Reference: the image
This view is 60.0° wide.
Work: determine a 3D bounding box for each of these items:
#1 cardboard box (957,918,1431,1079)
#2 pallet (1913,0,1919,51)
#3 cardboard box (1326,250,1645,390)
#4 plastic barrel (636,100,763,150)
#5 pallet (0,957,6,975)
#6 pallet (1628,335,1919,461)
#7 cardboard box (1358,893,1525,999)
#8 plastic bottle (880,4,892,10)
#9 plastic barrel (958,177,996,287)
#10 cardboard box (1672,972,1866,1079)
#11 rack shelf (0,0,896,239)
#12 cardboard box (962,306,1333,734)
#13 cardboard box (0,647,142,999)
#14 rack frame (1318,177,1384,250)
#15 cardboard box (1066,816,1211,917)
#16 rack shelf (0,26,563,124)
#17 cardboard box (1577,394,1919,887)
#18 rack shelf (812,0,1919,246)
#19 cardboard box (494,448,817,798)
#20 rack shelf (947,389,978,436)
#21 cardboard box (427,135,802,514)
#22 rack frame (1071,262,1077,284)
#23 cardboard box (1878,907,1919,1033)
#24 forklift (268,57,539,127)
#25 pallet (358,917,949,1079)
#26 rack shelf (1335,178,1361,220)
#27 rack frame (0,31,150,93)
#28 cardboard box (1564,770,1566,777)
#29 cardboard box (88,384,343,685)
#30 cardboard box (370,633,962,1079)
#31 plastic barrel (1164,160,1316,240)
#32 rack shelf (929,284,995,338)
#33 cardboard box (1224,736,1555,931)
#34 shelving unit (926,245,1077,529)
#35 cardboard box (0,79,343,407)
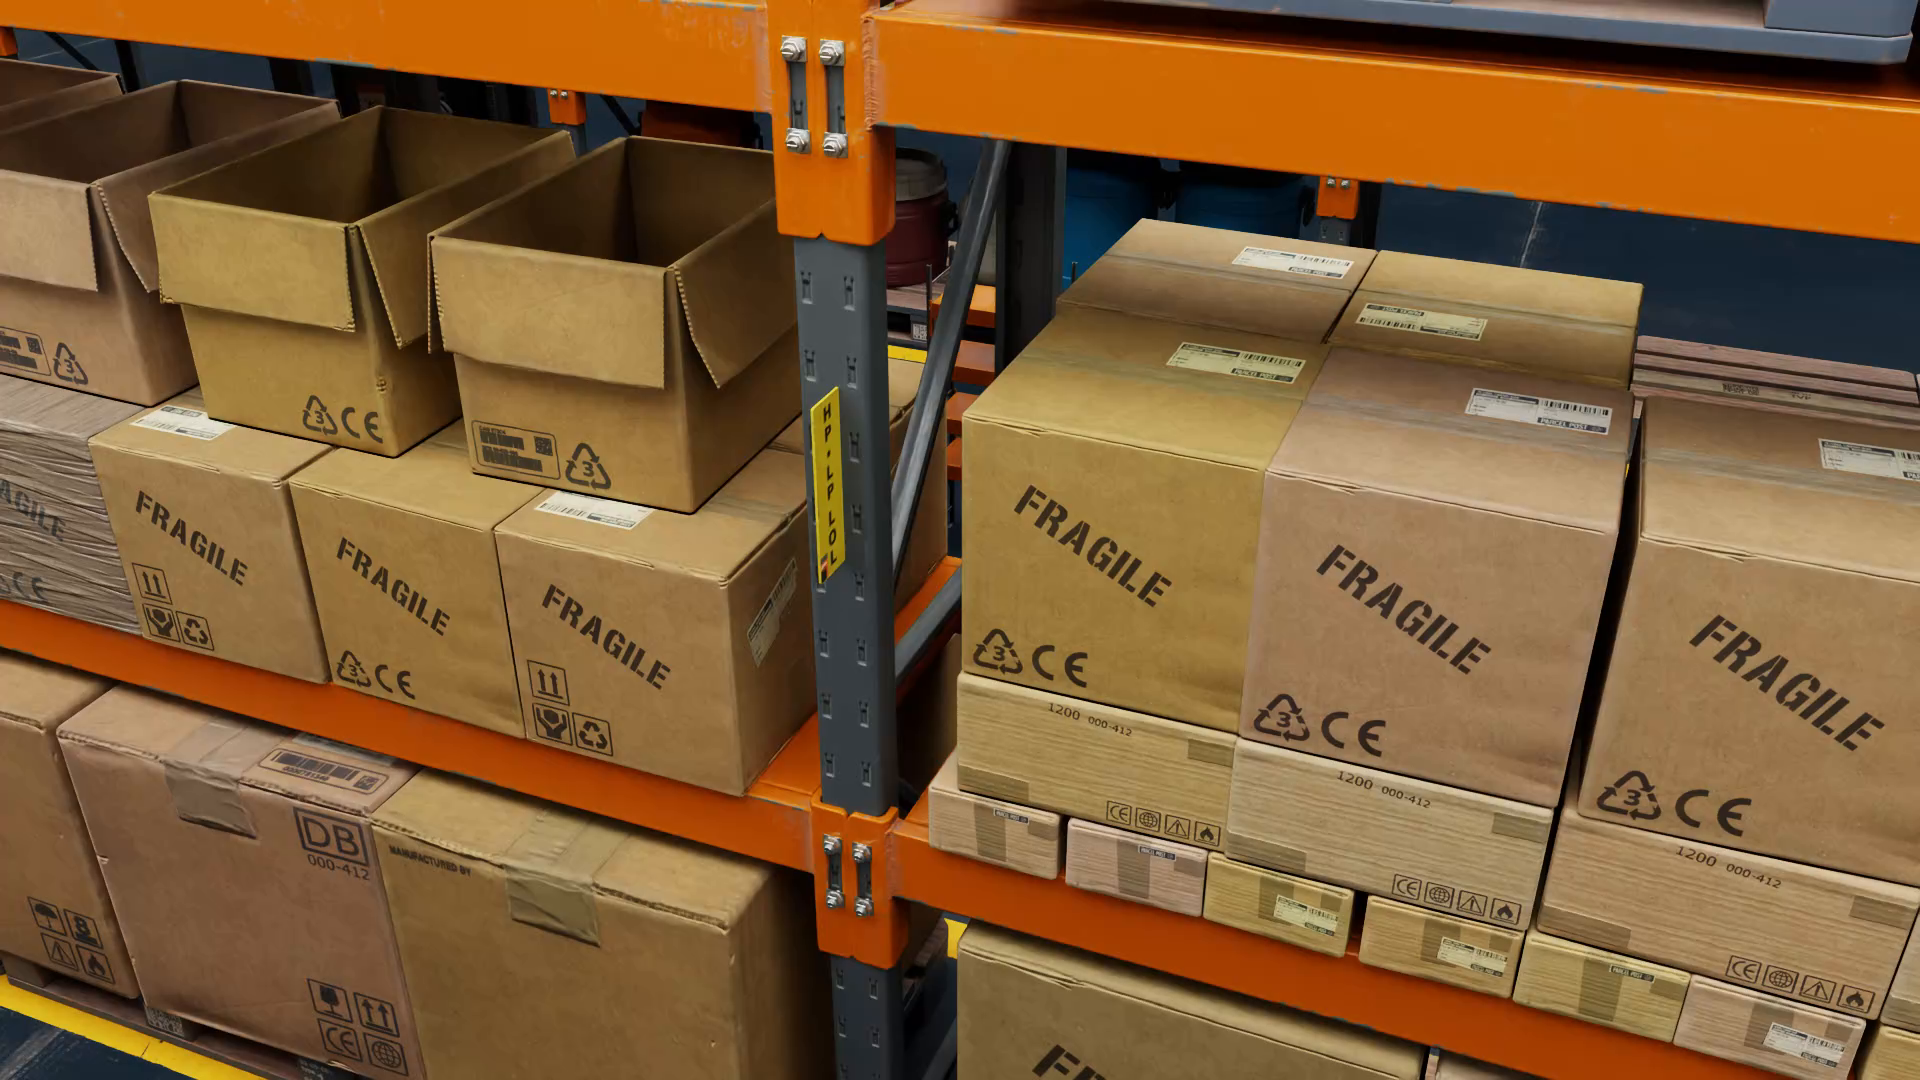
[{"bbox_3d":[0.560,1.032,3.608,0.875,0.875,0.875,11,31,19],"label":"cardboard box"},{"bbox_3d":[1.859,-0.753,2.076,1.213,0.211,1.003,11,31,19],"label":"pallet"},{"bbox_3d":[0.968,-0.201,3.146,0.500,0.500,0.500,12,31,20],"label":"cardboard box"},{"bbox_3d":[-1.406,-2.022,9.058,0.708,0.830,0.600,11,31,19],"label":"plastic barrel"},{"bbox_3d":[-3.026,0.786,5.145,1.213,0.211,1.003,11,31,19],"label":"pallet"},{"bbox_3d":[3.671,-0.570,7.543,1.213,0.211,1.003,11,31,19],"label":"pallet"},{"bbox_3d":[0.859,0.592,2.909,0.250,0.149,0.380,10,31,18],"label":"cardboard box"},{"bbox_3d":[-0.385,-2.702,8.683,0.097,0.201,0.097,0,29,0],"label":"plastic bottle"},{"bbox_3d":[0.197,-1.611,8.654,0.421,0.512,0.421,0,29,0],"label":"plastic barrel"},{"bbox_3d":[1.329,0.687,2.742,0.250,0.149,0.380,12,32,20],"label":"cardboard box"},{"bbox_3d":[-1.875,-1.231,3.562,4.000,0.370,1.077,11,31,19],"label":"rack shelf"},{"bbox_3d":[0.326,-0.054,2.885,0.500,0.500,0.500,11,31,19],"label":"cardboard box"},{"bbox_3d":[-2.273,0.439,4.657,0.875,0.875,1.225,11,31,19],"label":"cardboard box"},{"bbox_3d":[1.841,-2.127,7.464,0.127,3.000,1.000,11,31,19],"label":"rack frame"},{"bbox_3d":[0.371,0.496,3.080,0.250,0.149,0.380,10,31,17],"label":"cardboard box"},{"bbox_3d":[-3.719,-2.924,9.605,4.000,0.370,1.077,11,31,19],"label":"rack shelf"},{"bbox_3d":[1.263,0.135,2.551,0.500,0.500,0.500,10,31,18],"label":"cardboard box"},{"bbox_3d":[1.832,-0.491,2.253,4.000,0.370,1.077,11,31,19],"label":"rack shelf"},{"bbox_3d":[-0.558,0.126,3.377,0.500,0.500,0.500,11,31,19],"label":"cardboard box"},{"bbox_3d":[0.153,-0.433,6.434,0.480,0.148,0.258,11,31,19],"label":"rack shelf"},{"bbox_3d":[-0.617,-0.463,3.400,0.637,0.503,0.797,10,31,18],"label":"cardboard box"},{"bbox_3d":[0.379,-0.447,6.321,0.015,1.200,0.240,11,31,19],"label":"rack frame"},{"bbox_3d":[1.710,0.556,2.568,0.500,0.250,0.500,11,31,19],"label":"cardboard box"},{"bbox_3d":[-2.464,-1.523,6.466,3.031,2.935,1.130,6,30,11],"label":"forklift"},{"bbox_3d":[-0.765,1.237,4.347,1.213,0.211,1.003,11,31,19],"label":"pallet"},{"bbox_3d":[3.694,-1.444,6.987,4.000,0.370,1.077,11,31,19],"label":"rack shelf"},{"bbox_3d":[-5.573,-3.607,10.083,0.127,3.000,1.000,11,31,19],"label":"rack frame"},{"bbox_3d":[1.338,0.338,3.359,0.250,0.149,0.380,12,32,20],"label":"cardboard box"},{"bbox_3d":[-1.500,-0.062,3.710,0.500,0.500,0.500,11,31,19],"label":"cardboard box"},{"bbox_3d":[-0.622,0.764,4.082,0.875,0.875,1.225,11,31,19],"label":"cardboard box"},{"bbox_3d":[1.343,-1.505,8.069,0.708,0.901,0.600,11,31,19],"label":"plastic barrel"},{"bbox_3d":[0.153,-0.834,6.207,0.480,0.148,0.258,11,31,19],"label":"rack shelf"},{"bbox_3d":[0.774,0.368,2.901,0.500,0.250,0.500,11,31,19],"label":"cardboard box"},{"bbox_3d":[0.153,-0.492,6.401,0.503,1.200,0.258,11,31,19],"label":"shelving unit"},{"bbox_3d":[-1.830,-0.703,3.825,0.637,0.503,0.797,12,32,21],"label":"cardboard box"}]
